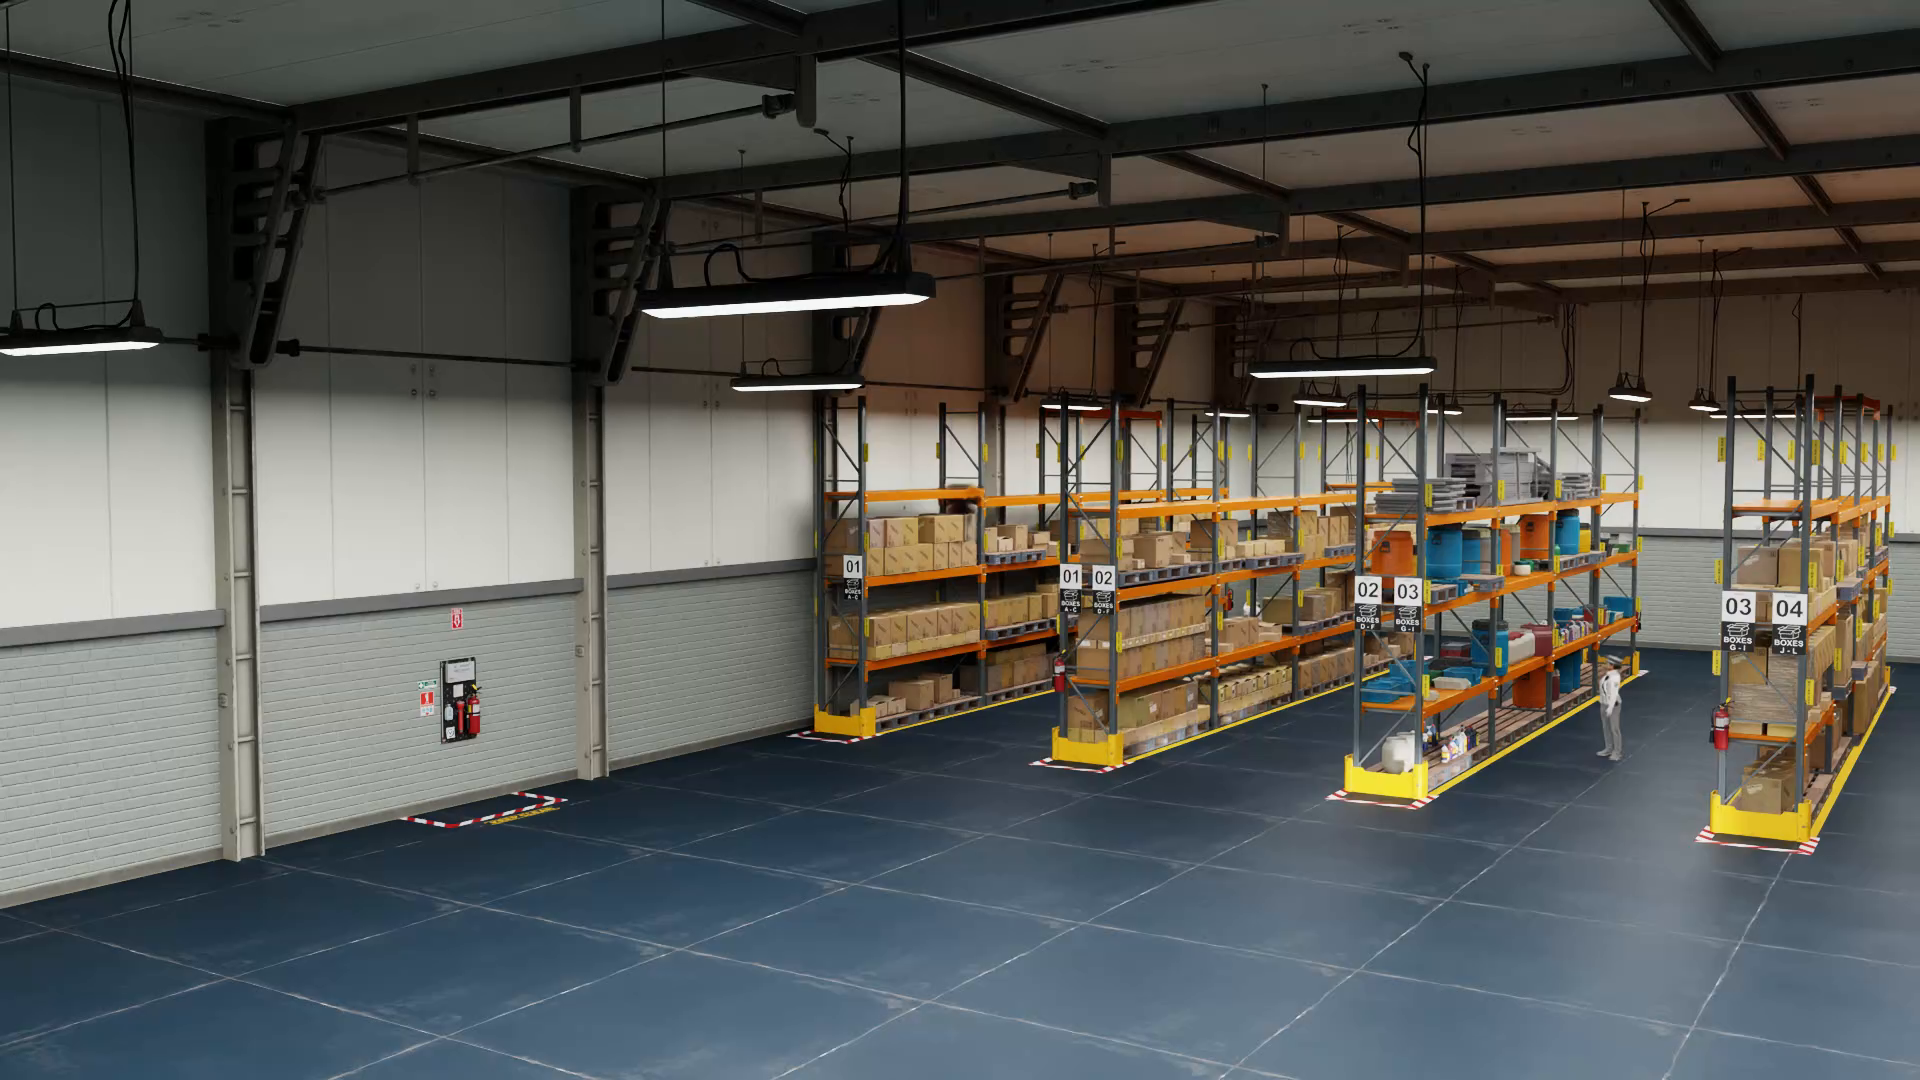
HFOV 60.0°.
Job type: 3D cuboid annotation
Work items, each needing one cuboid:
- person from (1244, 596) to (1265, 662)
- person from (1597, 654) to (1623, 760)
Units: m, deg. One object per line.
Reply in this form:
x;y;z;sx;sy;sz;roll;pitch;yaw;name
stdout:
7.127;2.096;39.917;0.632;1.705;0.382;-1;3;-22;person
10.659;2.736;27.270;0.386;1.724;0.468;-1;3;-11;person
